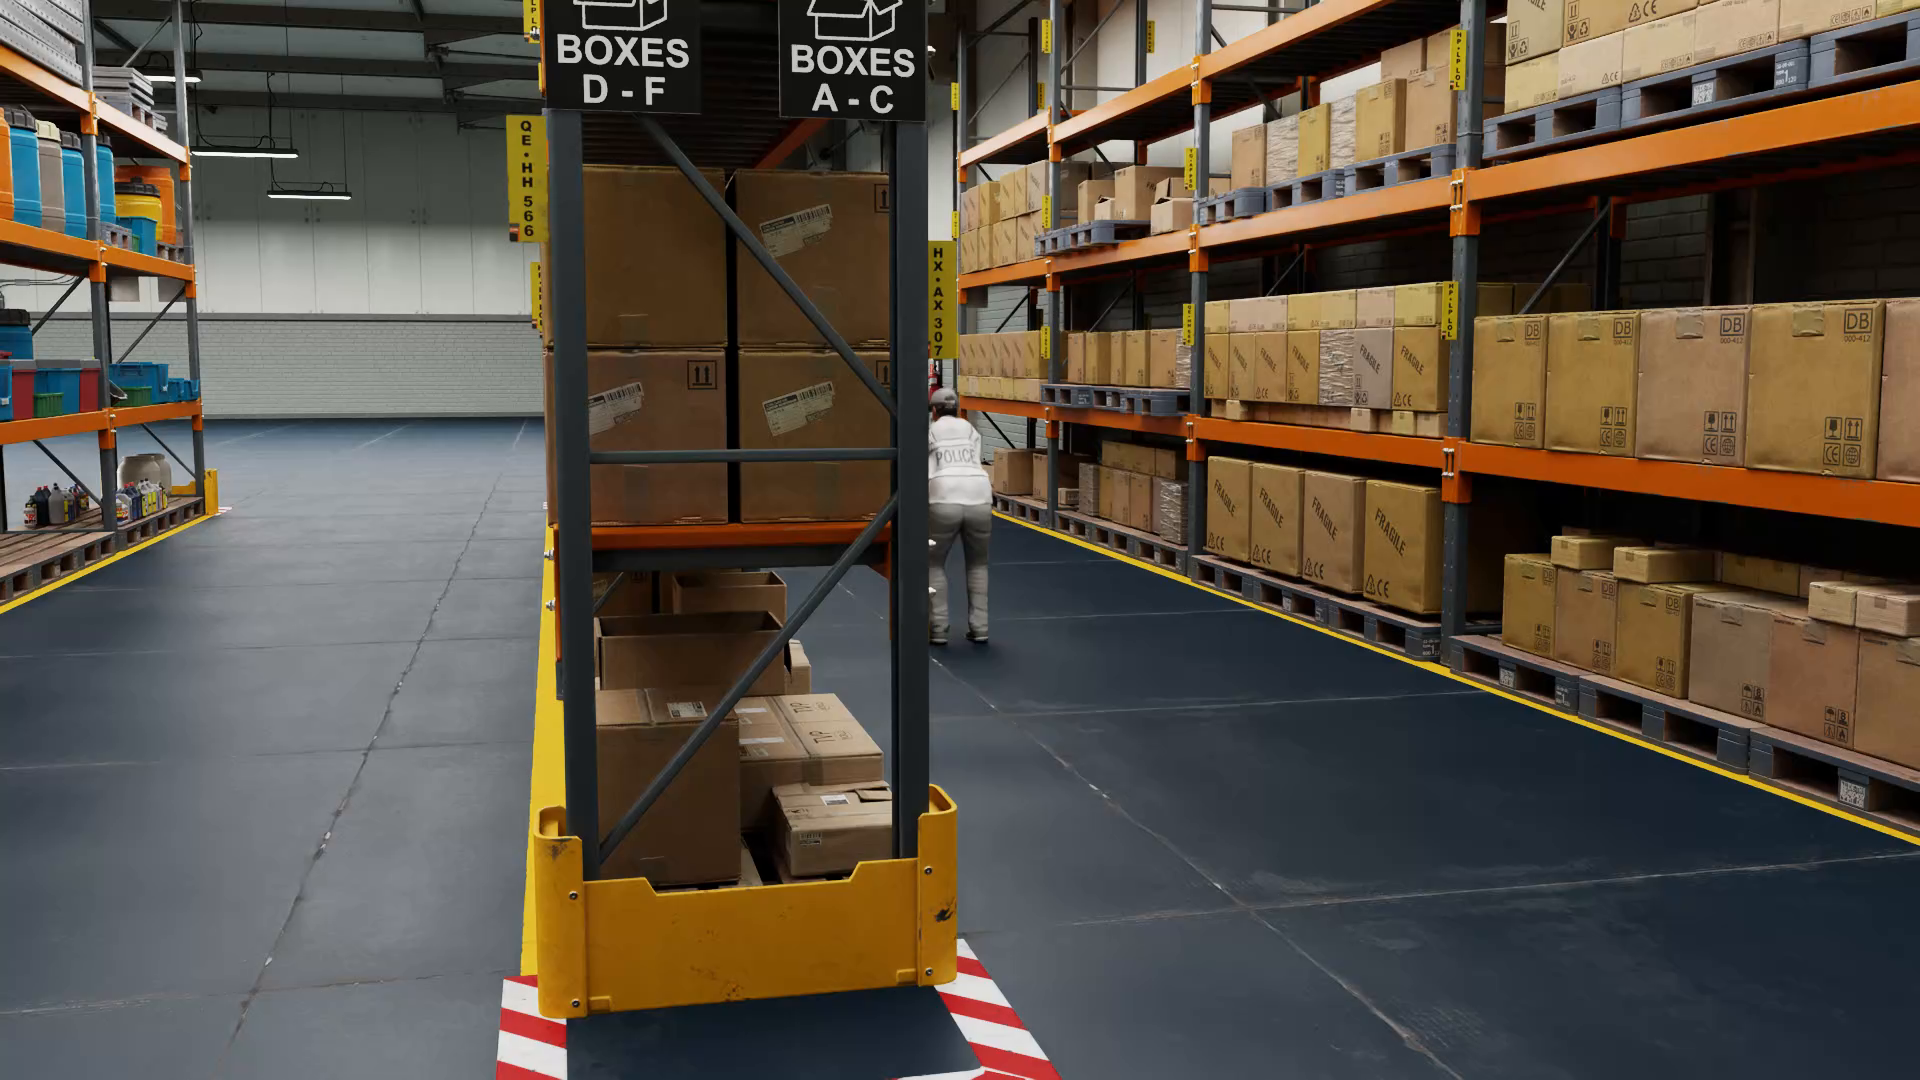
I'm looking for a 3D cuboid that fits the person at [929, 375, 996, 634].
[{"bbox_3d":[-0.034,-0.223,10.376,0.510,1.602,0.447,-2,6,-15],"label":"person"}]
